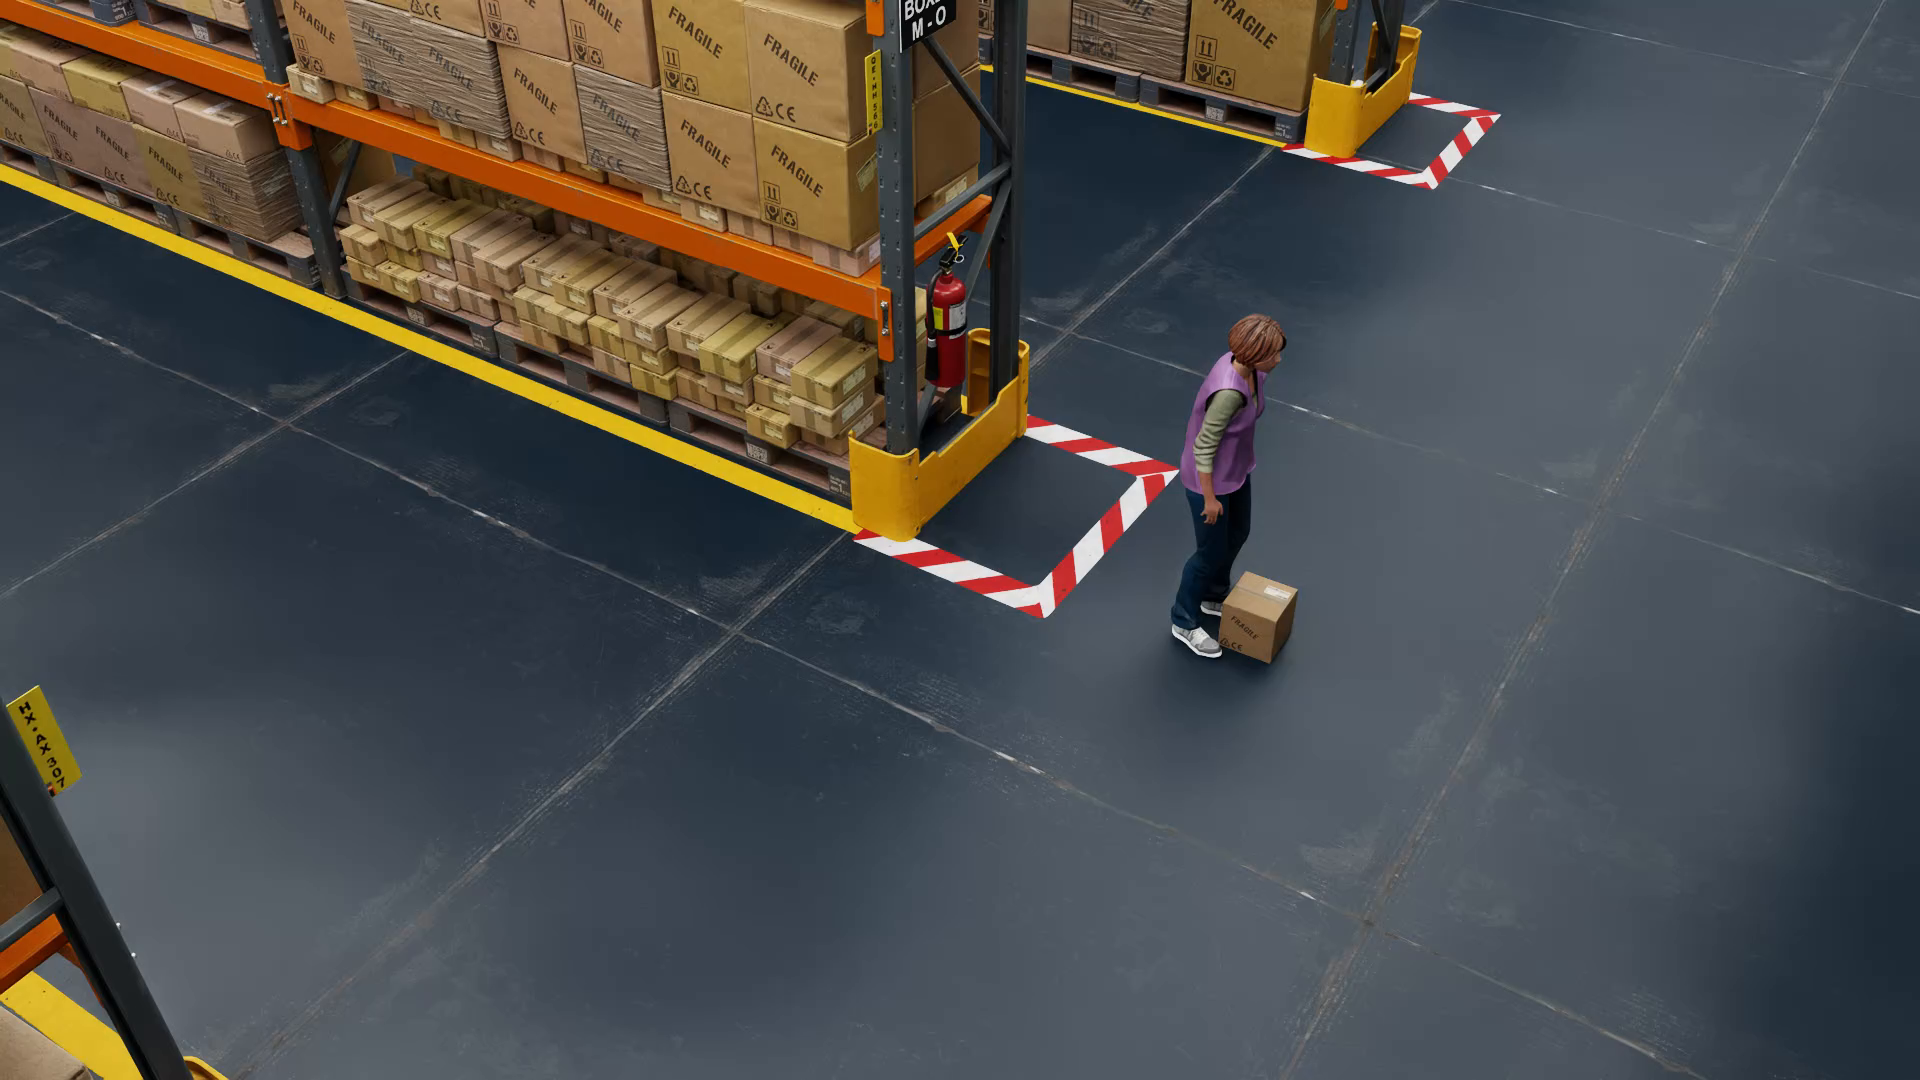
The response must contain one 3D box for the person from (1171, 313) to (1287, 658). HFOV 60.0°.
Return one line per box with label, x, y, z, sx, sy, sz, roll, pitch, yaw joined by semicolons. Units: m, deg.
person;1.122;-0.252;7.000;0.377;1.591;0.476;19;43;22
